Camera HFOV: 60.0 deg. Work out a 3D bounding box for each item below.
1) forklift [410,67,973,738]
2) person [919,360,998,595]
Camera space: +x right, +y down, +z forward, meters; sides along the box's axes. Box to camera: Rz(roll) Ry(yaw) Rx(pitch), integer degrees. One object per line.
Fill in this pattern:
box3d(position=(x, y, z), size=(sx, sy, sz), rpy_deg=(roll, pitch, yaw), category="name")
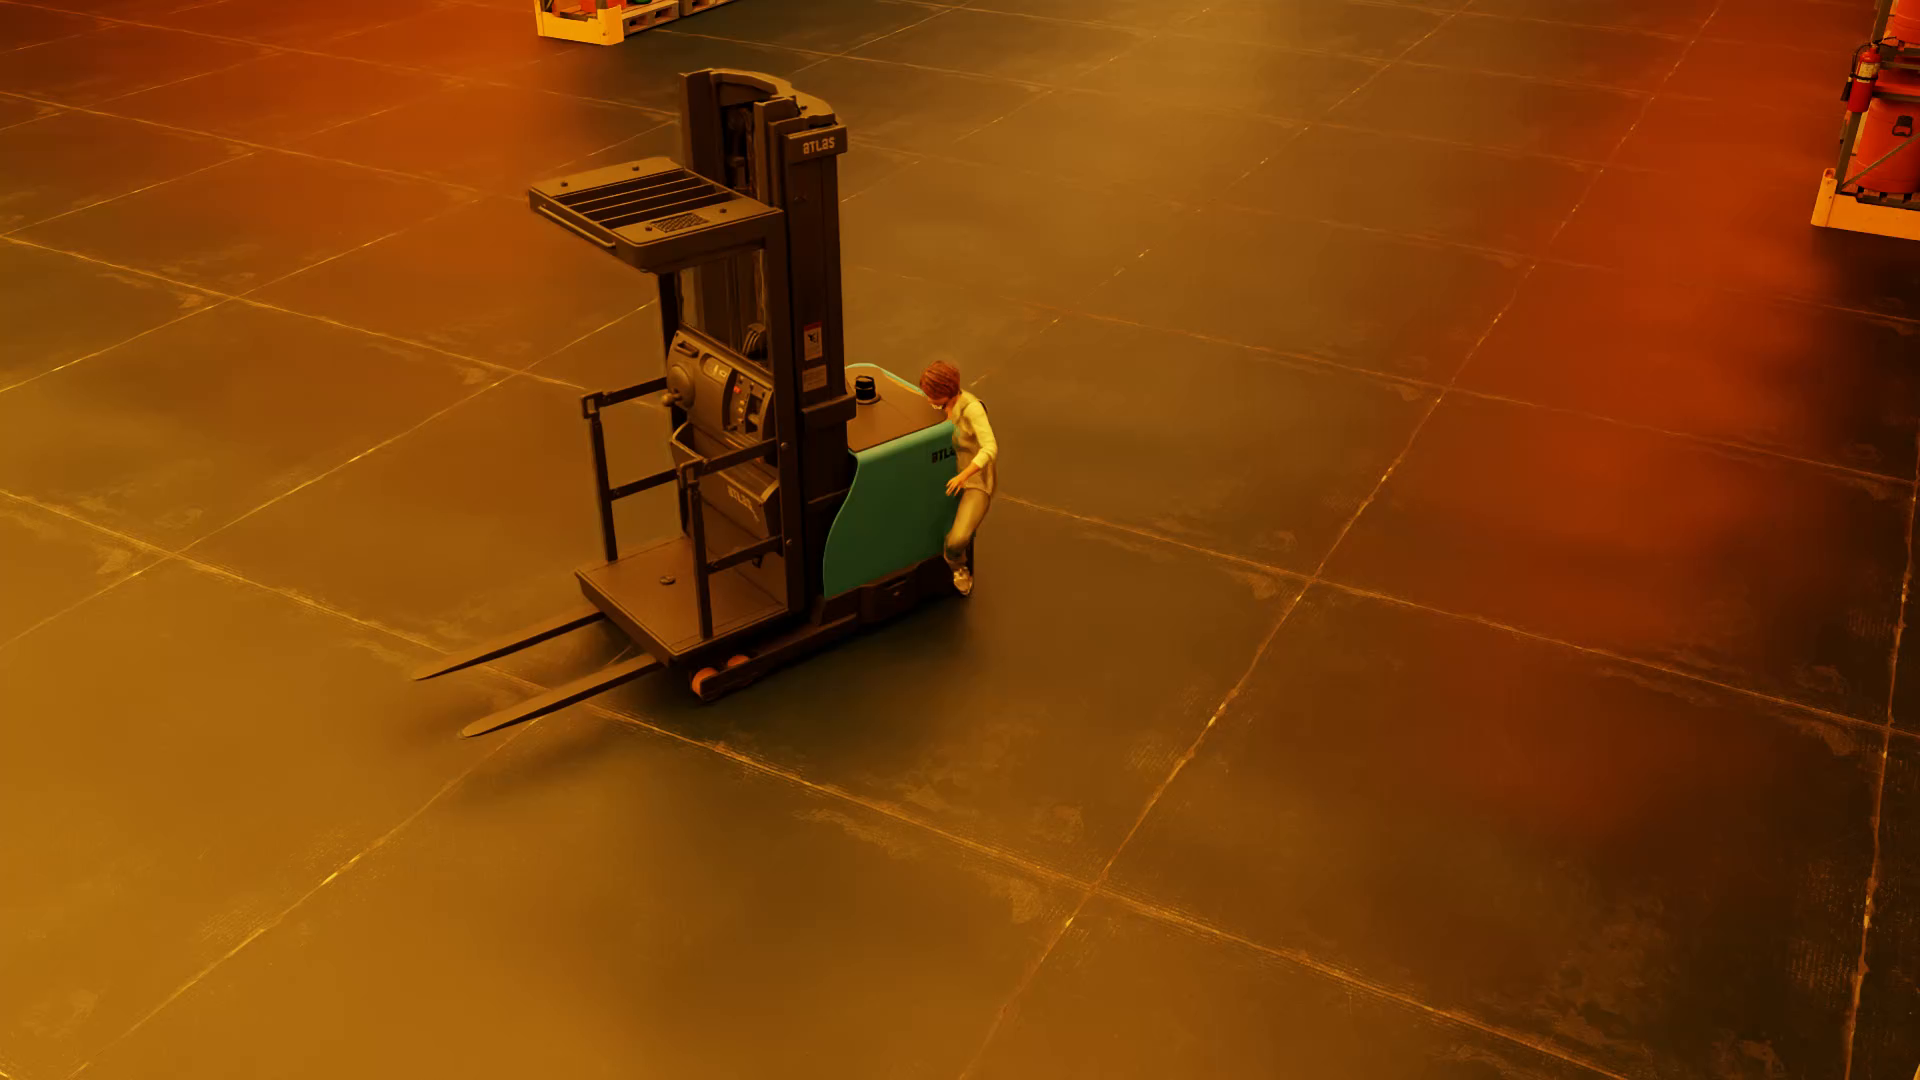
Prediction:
box3d(position=(-1.388, -0.741, 8.355), size=(3.031, 2.935, 1.130), rpy_deg=(-22, 37, -33), category="forklift")
box3d(position=(-0.159, -0.320, 9.126), size=(0.706, 1.334, 0.805), rpy_deg=(-23, 37, -34), category="person")
